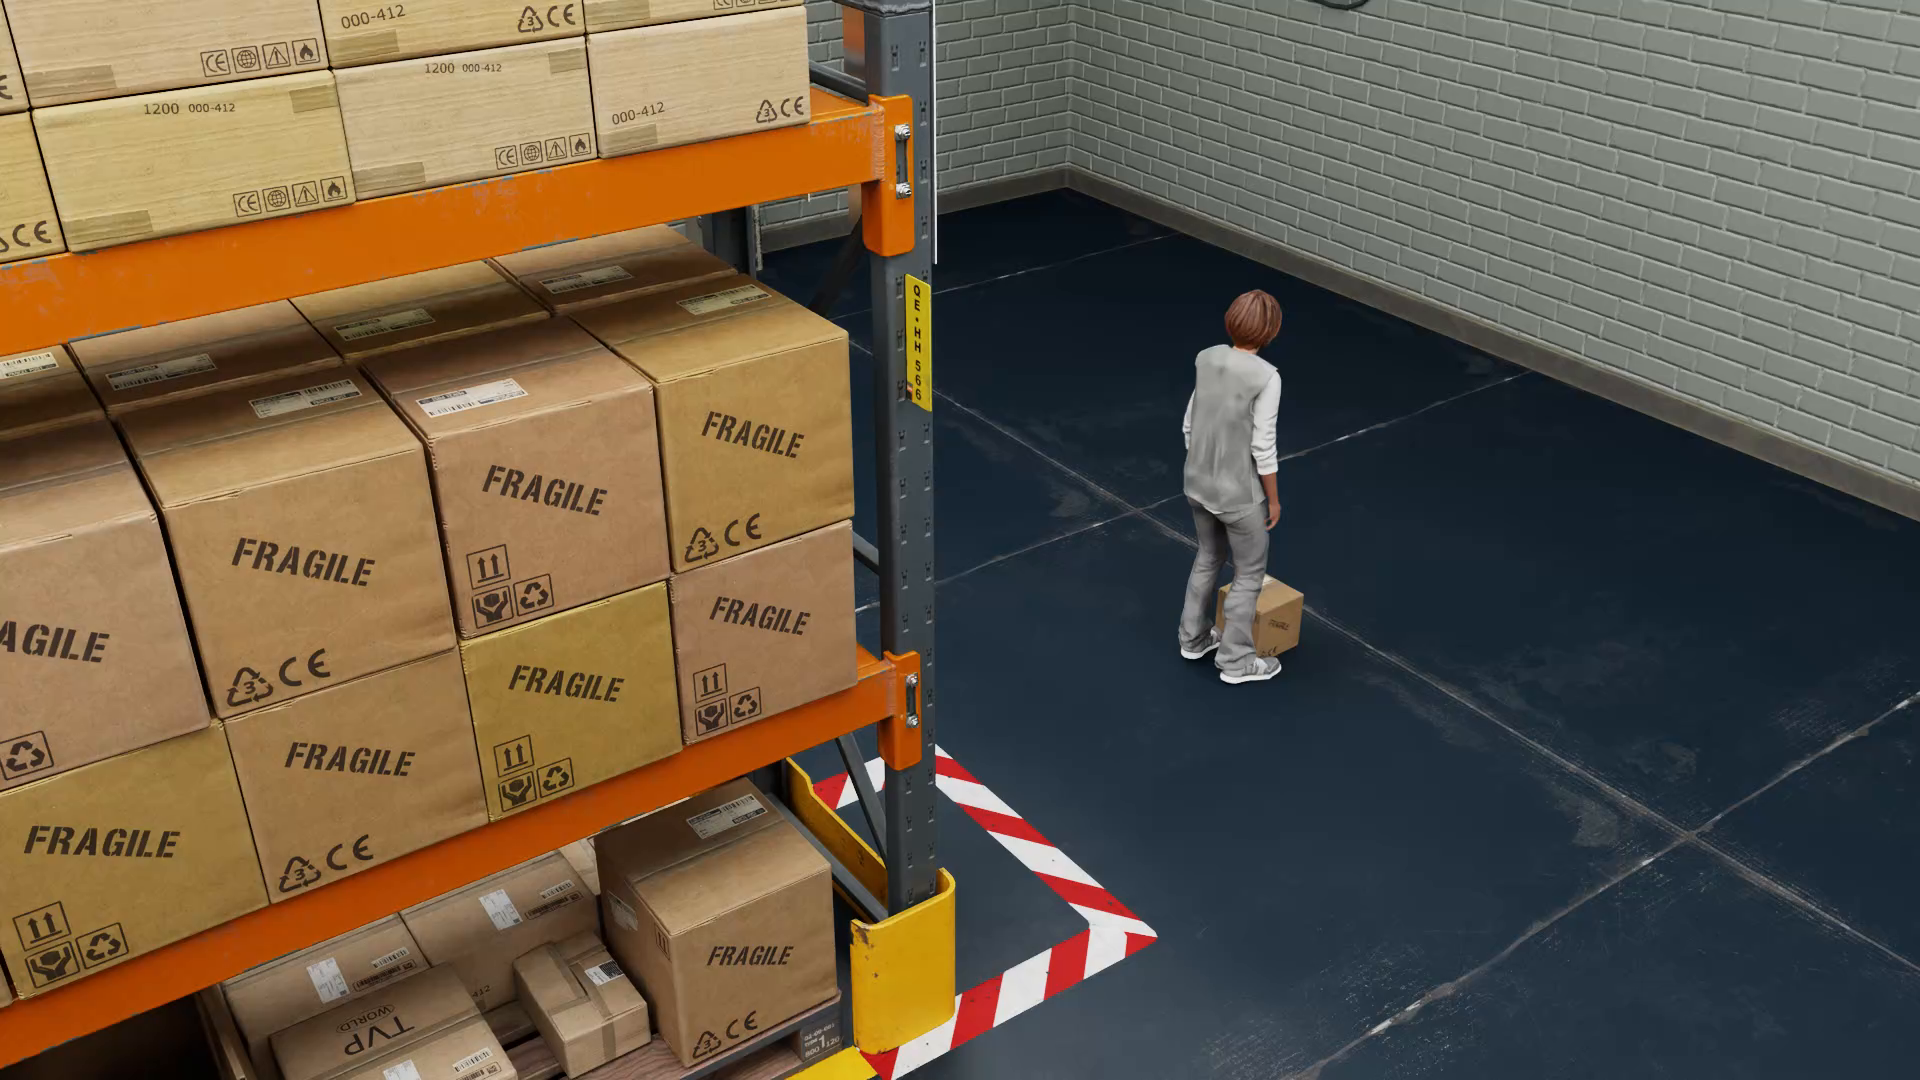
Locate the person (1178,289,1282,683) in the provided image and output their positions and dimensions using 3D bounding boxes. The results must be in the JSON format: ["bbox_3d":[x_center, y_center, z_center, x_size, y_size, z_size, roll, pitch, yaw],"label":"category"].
[{"bbox_3d":[1.059,-0.194,6.489,0.348,1.590,0.469,-21,35,-32],"label":"person"}]
